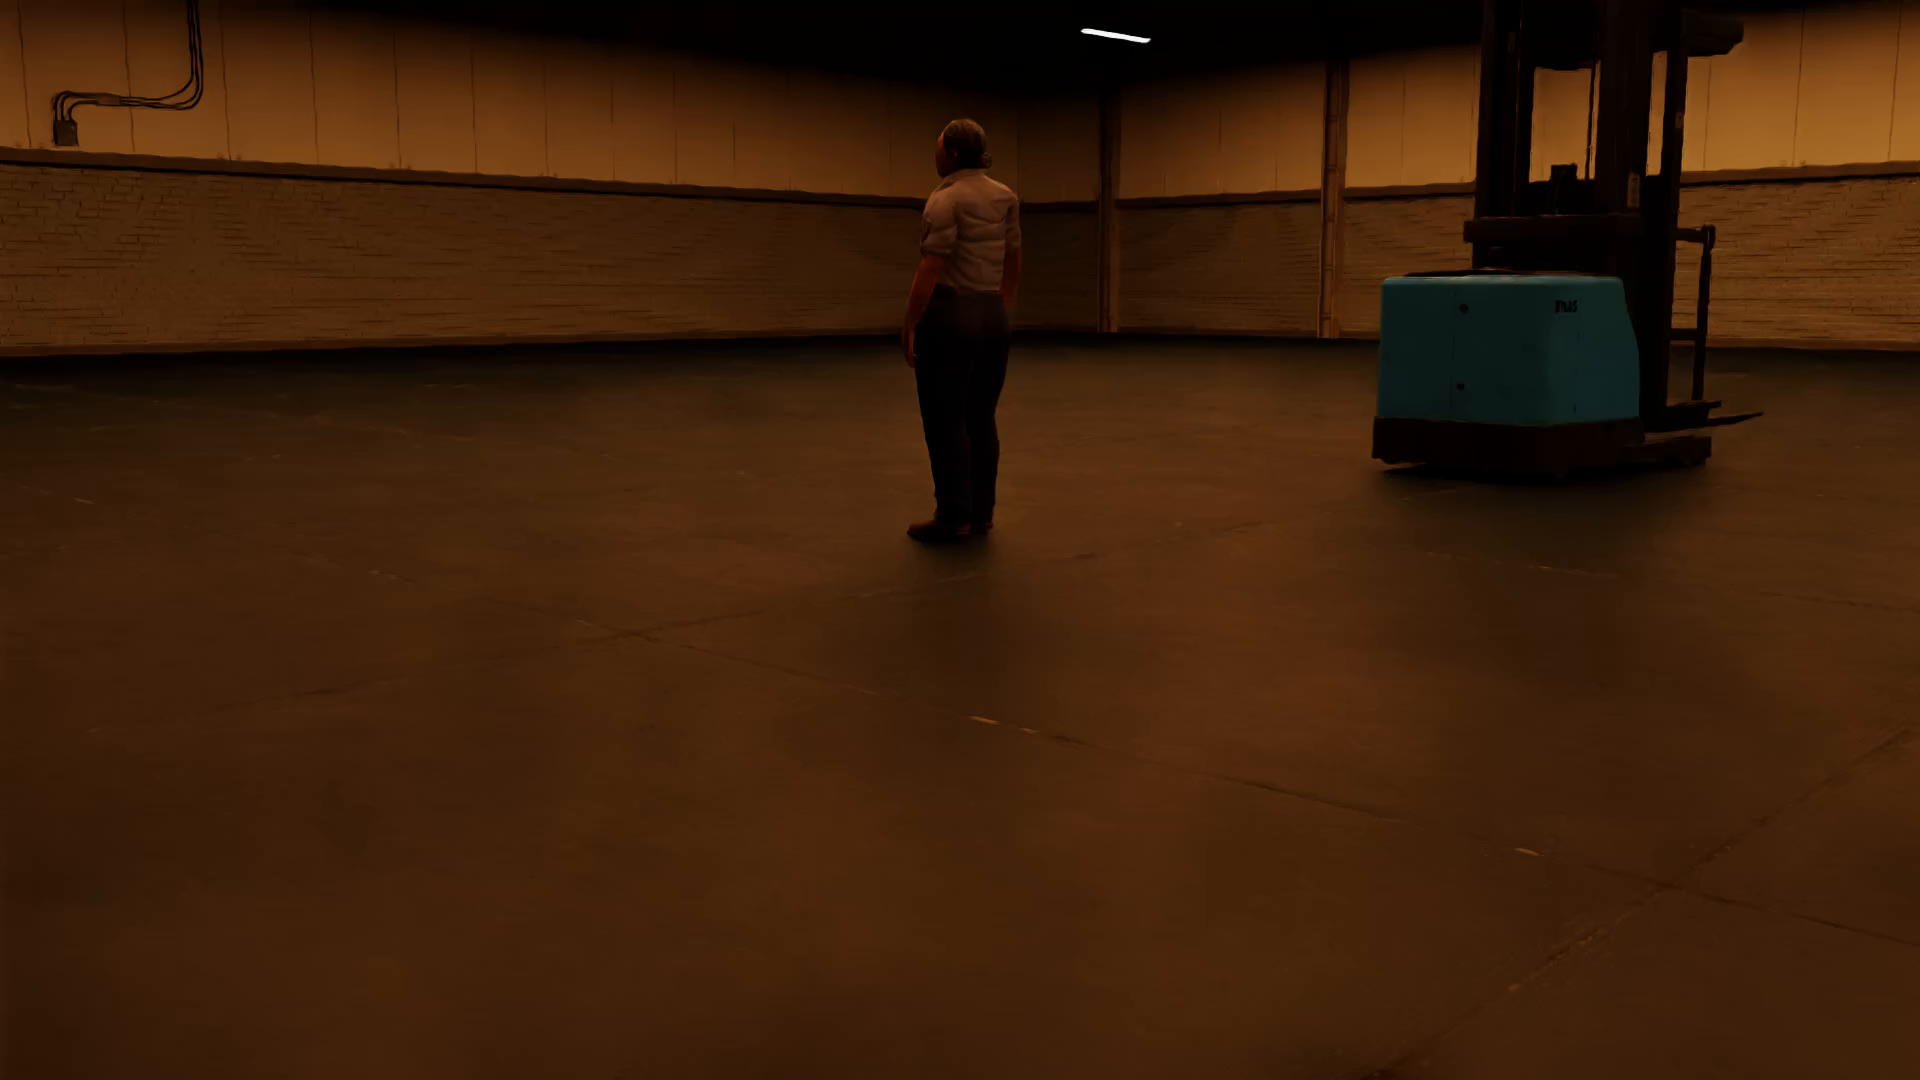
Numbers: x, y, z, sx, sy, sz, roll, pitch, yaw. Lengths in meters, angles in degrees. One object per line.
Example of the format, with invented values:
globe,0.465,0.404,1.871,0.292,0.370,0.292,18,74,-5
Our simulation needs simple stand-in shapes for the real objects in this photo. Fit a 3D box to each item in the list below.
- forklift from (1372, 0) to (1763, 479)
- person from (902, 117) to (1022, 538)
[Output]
forklift,3.745,-1.926,9.664,3.031,2.935,1.130,-7,11,-40
person,-0.049,-0.834,6.671,0.502,1.650,0.599,8,12,43
